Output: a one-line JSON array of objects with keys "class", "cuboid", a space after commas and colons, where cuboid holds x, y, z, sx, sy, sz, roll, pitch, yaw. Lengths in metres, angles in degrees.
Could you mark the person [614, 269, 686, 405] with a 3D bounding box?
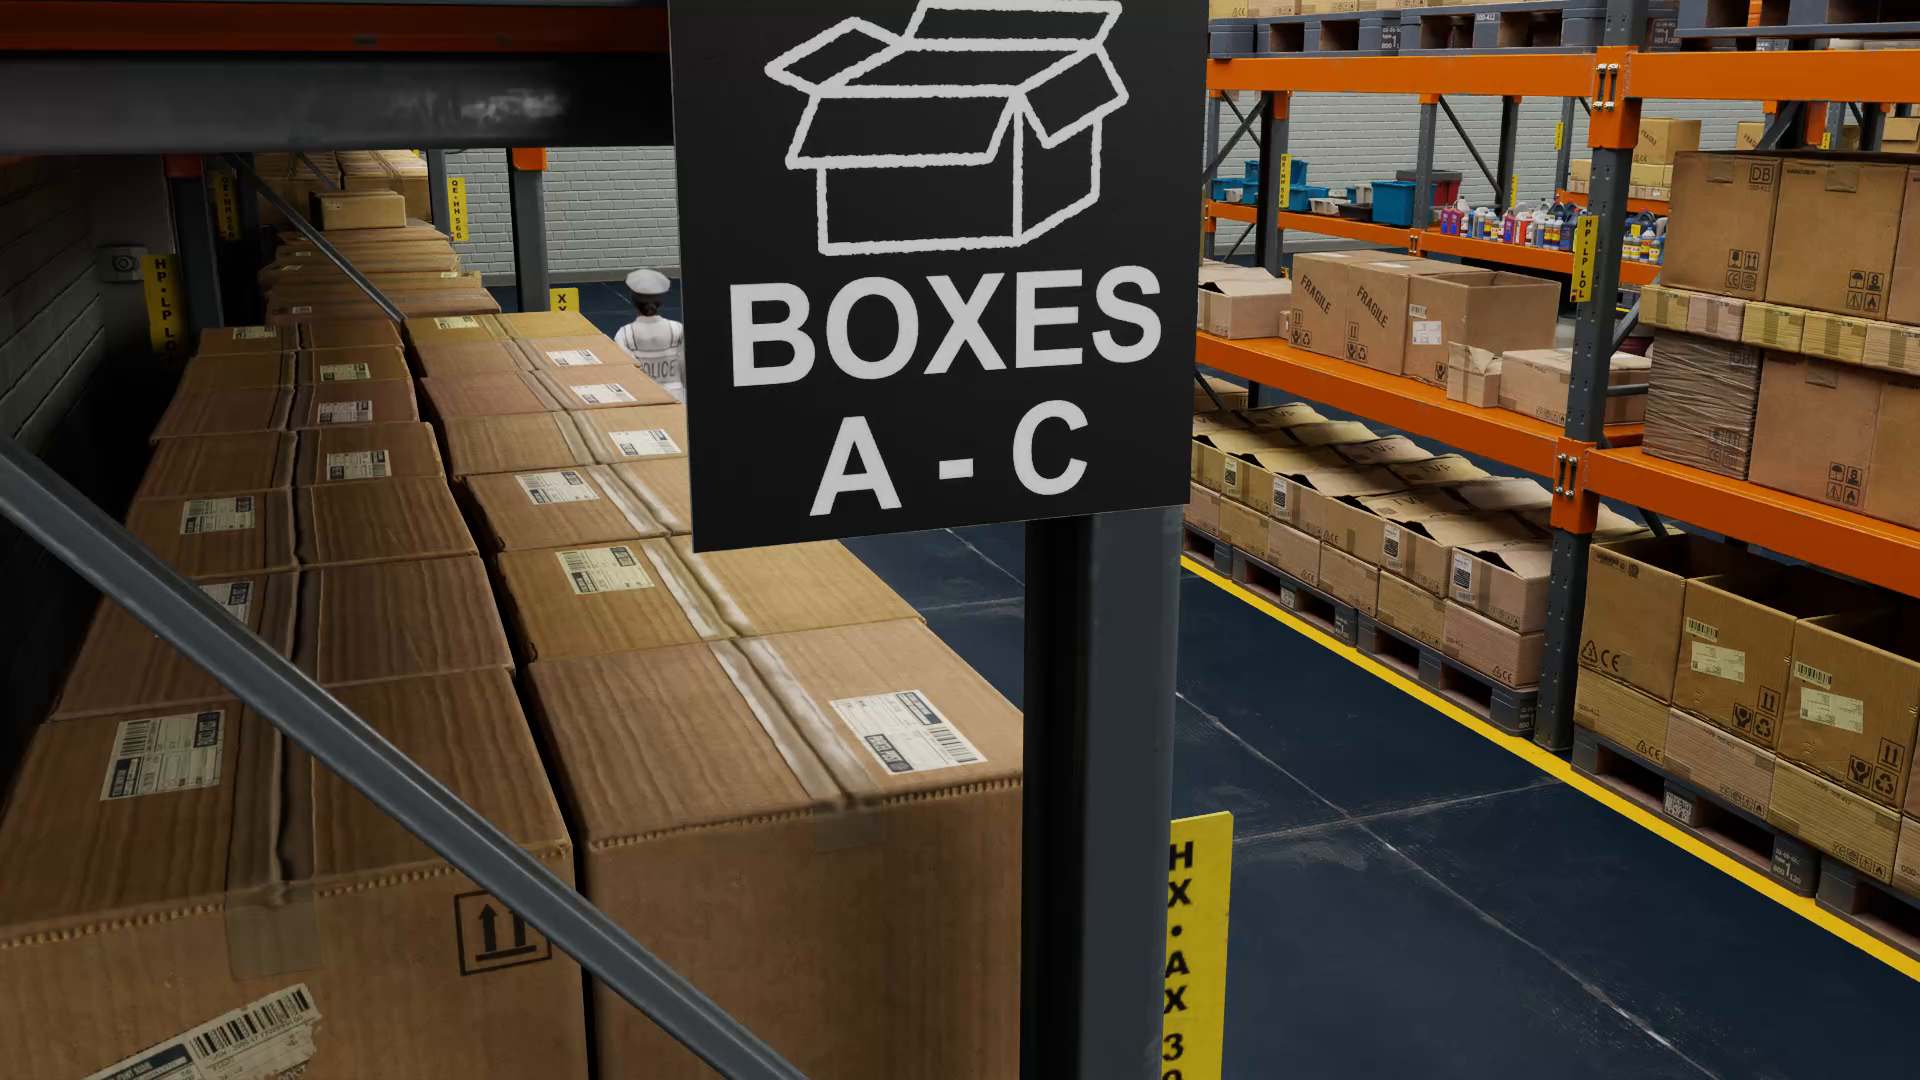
[{"class": "person", "cuboid": [-1.749, -0.737, 9.582, 0.492, 1.640, 0.961, -5, 16, -17]}]
